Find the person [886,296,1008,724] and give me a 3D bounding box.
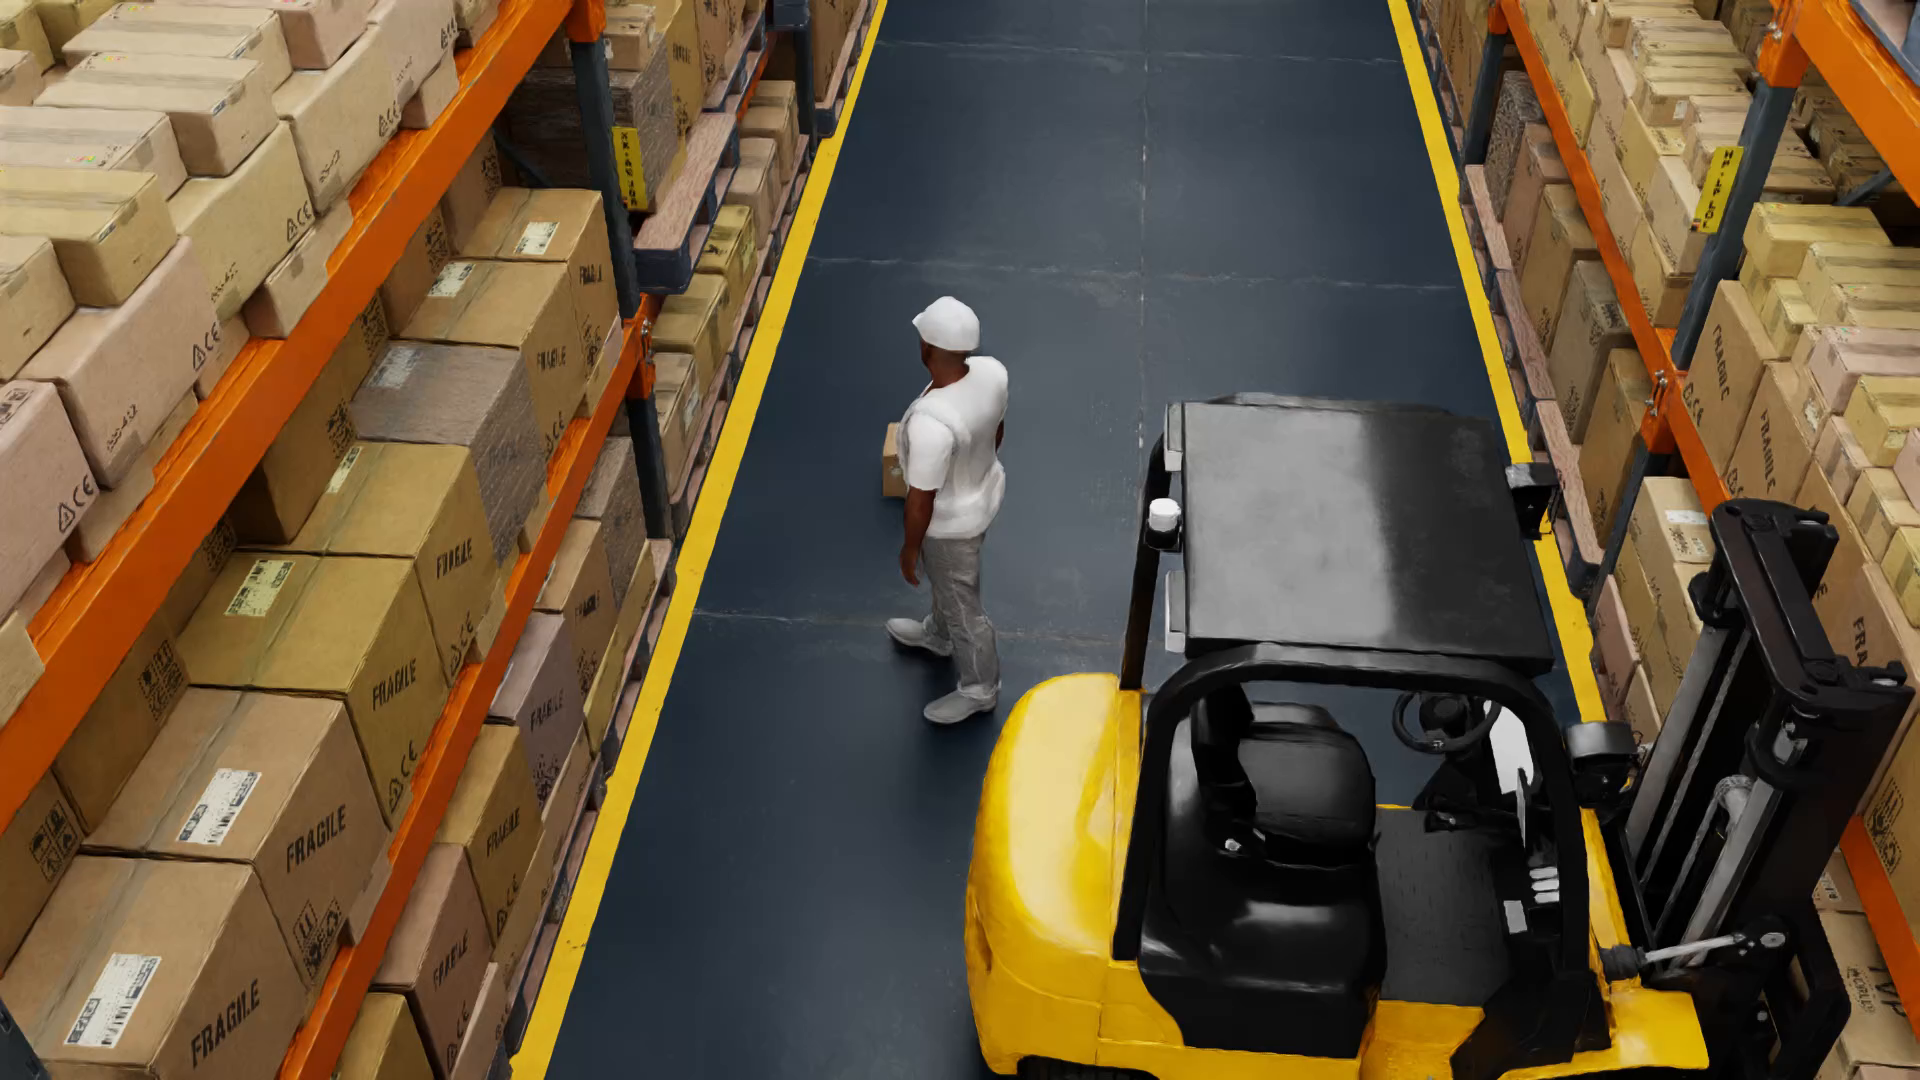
[{"bbox_3d":[-0.070,-0.152,6.284,0.589,1.764,0.696,14,42,16],"label":"person"}]
